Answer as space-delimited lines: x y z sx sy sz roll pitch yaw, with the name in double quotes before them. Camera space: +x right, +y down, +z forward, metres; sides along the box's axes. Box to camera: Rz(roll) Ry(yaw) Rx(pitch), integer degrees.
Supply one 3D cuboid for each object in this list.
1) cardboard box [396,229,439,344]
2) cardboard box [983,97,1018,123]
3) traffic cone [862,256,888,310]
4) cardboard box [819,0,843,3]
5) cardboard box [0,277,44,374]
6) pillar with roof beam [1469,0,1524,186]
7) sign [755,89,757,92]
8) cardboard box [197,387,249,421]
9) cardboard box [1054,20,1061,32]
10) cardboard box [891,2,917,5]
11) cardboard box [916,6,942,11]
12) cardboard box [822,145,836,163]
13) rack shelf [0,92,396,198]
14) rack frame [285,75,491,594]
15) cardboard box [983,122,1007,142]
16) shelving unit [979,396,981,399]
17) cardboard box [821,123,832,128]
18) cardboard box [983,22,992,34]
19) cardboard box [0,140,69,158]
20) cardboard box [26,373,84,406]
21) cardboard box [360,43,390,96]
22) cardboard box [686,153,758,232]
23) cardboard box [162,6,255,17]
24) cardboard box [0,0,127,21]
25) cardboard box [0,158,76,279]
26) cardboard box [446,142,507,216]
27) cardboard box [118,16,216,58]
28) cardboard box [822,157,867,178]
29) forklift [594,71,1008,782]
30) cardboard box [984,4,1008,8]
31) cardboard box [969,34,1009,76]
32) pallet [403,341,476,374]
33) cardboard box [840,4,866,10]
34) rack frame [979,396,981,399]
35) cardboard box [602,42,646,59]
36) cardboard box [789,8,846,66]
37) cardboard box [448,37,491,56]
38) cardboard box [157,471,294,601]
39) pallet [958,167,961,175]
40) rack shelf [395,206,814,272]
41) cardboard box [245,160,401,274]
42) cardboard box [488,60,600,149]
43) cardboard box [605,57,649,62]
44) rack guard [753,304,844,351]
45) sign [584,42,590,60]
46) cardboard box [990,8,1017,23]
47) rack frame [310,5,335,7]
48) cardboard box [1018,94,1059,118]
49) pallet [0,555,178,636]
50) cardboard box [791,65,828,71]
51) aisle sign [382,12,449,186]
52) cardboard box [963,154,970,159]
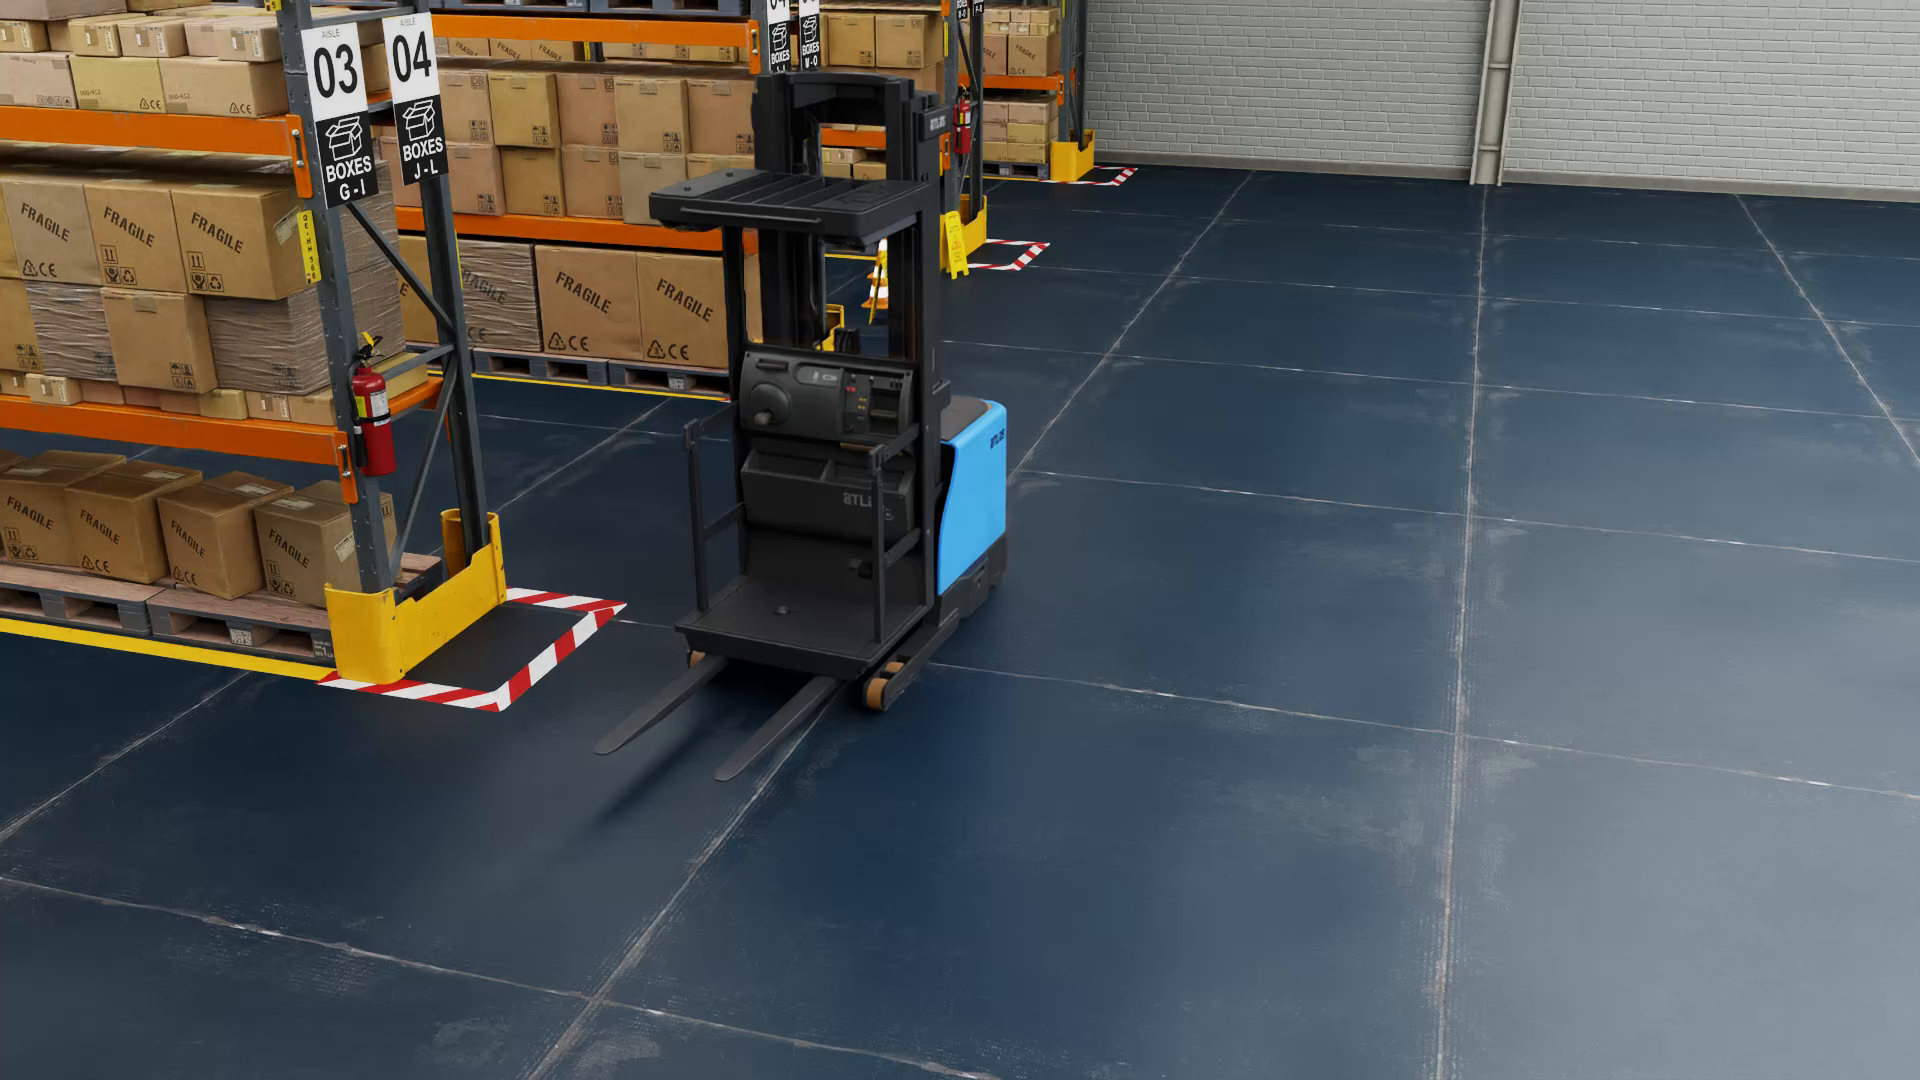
"cardboard box" -4.538 -2.213 13.960 0.875 0.875 0.875 7 23 16
"cardboard box" 0.451 -5.647 21.837 0.500 0.250 0.500 7 23 16
"traffic cone" -0.737 -2.432 15.589 0.334 0.463 0.336 7 23 16
"cardboard box" -1.735 -7.226 22.556 0.250 0.149 0.380 6 23 14
"cardboard box" -4.793 -1.262 8.870 0.500 0.500 0.875 7 23 16
"pillar with roof beam" 5.567 -7.229 16.036 0.400 9.000 9.100 7 23 16
"sign" -1.461 -3.108 12.056 0.005 0.325 0.100 7 23 16
"cardboard box" -3.646 -0.743 8.461 0.250 0.149 0.380 7 23 16
"cardboard box" 1.223 -6.749 21.785 0.250 0.149 0.380 6 23 14
"cardboard box" -0.747 -7.117 22.289 0.250 0.149 0.380 6 23 15
"cardboard box" -0.401 -6.884 21.722 0.250 0.149 0.380 7 23 16
"cardboard box" -1.410 -4.074 17.478 0.250 0.149 0.380 7 23 16
"rack shelf" -4.735 -2.141 8.533 4.000 0.370 1.077 7 23 16
"rack frame" -2.820 -0.867 8.431 0.127 3.000 1.000 7 23 16
"cardboard box" 0.440 -5.424 21.951 0.500 0.250 0.500 6 23 15
"shelving unit" -0.008 -0.417 10.101 0.210 0.900 0.258 7 23 16
"cardboard box" -1.351 -4.434 17.459 0.250 0.149 0.380 7 23 16
"cardboard box" 0.342 -6.653 21.551 0.250 0.149 0.380 6 23 15
"cardboard box" -5.182 -1.893 9.092 0.500 0.500 0.500 7 23 16
"cardboard box" -4.619 -0.833 8.680 0.250 0.149 0.380 7 23 16
"cardboard box" -3.207 -2.332 8.248 0.500 0.250 0.500 7 23 17
"cardboard box" -1.659 -2.752 12.828 0.550 0.550 0.875 7 23 16
"cardboard box" -3.755 -2.586 8.343 0.250 0.149 0.380 7 23 18
"cardboard box" -4.377 -2.748 7.882 0.500 0.500 0.500 7 23 16
"cardboard box" -4.853 -1.650 8.500 0.500 0.500 0.500 7 23 16
"cardboard box" -3.747 -2.976 13.375 0.550 0.550 0.875 7 23 16
"cardboard box" -3.685 -2.348 7.762 0.250 0.149 0.380 6 23 13
"cardboard box" -1.300 -3.786 17.629 0.500 0.500 0.500 7 23 17
"forklift" -0.749 -0.691 8.093 1.130 2.935 3.031 9 24 20
"cardboard box" 0.483 -6.967 21.924 0.250 0.149 0.380 7 23 16
"cardboard box" 0.432 -6.337 21.634 0.500 0.500 0.500 7 23 17
"pallet" -4.415 -1.695 14.123 1.213 0.211 1.003 7 23 15
"cardboard box" -1.397 -6.965 21.919 0.250 0.149 0.380 7 23 17
"rack frame" 0.090 -0.406 10.074 0.006 0.900 0.240 7 23 16
"cardboard box" -3.428 -5.426 17.703 0.500 0.500 0.700 6 23 15
"cardboard box" -1.510 -5.168 17.074 0.500 0.500 0.700 6 23 15
"cardboard box" -5.263 -5.364 18.318 0.500 0.500 0.500 7 23 17
"cardboard box" -3.995 -0.032 9.137 0.500 0.500 0.500 13 26 29
"pallet" -0.436 -5.185 22.631 1.213 0.211 1.003 7 23 15
"rack shelf" -3.205 -2.545 13.469 4.000 0.370 1.077 7 23 16
"cardboard box" -3.268 -1.673 8.555 0.500 0.500 0.500 7 23 16
"cardboard box" -3.230 -3.430 13.059 0.500 0.550 0.875 7 23 16
"cardboard box" -3.446 -4.941 17.838 0.500 0.500 0.500 6 23 15
"rack guard" -1.267 -1.499 13.266 0.348 0.500 1.175 7 23 16
"sign" -3.944 -5.240 17.566 0.005 0.325 0.100 7 23 16
"cardboard box" 0.566 -6.753 21.402 0.250 0.149 0.380 7 23 17
"rack frame" -5.120 -3.097 13.867 0.127 3.000 1.000 7 23 16
"cardboard box" 1.067 -5.778 22.155 0.500 0.250 0.500 6 23 15
"pallet" -4.824 0.178 9.557 1.213 0.211 1.003 7 23 16
"cardboard box" -1.513 -4.724 17.309 0.500 0.500 0.500 6 23 15
"aisle sign" -2.674 -2.172 8.187 0.004 0.787 0.394 7 23 16
"cardboard box" -0.018 -5.246 22.178 0.500 0.250 0.500 7 23 16
